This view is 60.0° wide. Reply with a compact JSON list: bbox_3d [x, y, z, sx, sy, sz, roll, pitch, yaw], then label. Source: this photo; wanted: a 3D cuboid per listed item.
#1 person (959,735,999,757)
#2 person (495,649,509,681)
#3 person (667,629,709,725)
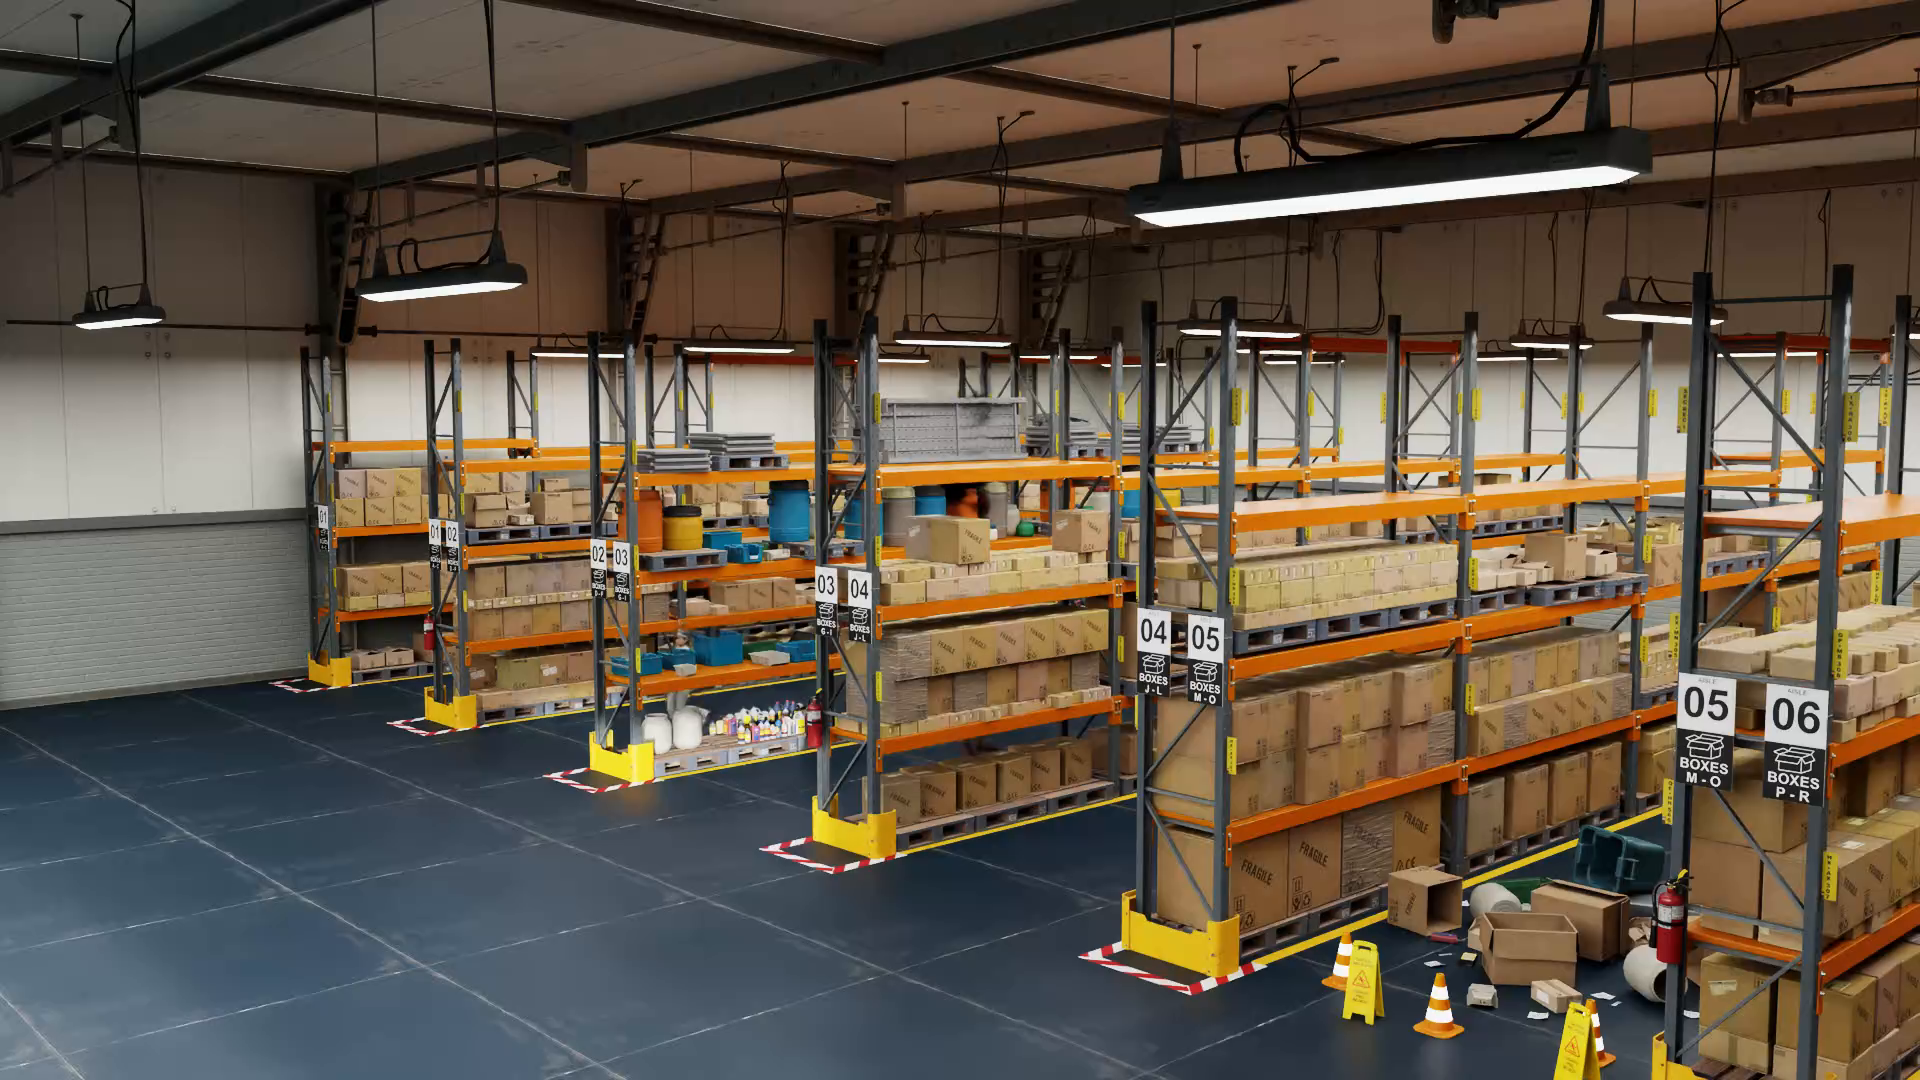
[{"bbox_3d":[0.244,2.309,22.184,0.659,1.667,0.618,5,7,44],"label":"person"},{"bbox_3d":[-7.835,1.784,28.531,0.876,1.699,0.581,-5,7,-45],"label":"person"},{"bbox_3d":[-4.145,2.152,24.985,0.655,1.673,0.618,-4,7,-41],"label":"person"}]
